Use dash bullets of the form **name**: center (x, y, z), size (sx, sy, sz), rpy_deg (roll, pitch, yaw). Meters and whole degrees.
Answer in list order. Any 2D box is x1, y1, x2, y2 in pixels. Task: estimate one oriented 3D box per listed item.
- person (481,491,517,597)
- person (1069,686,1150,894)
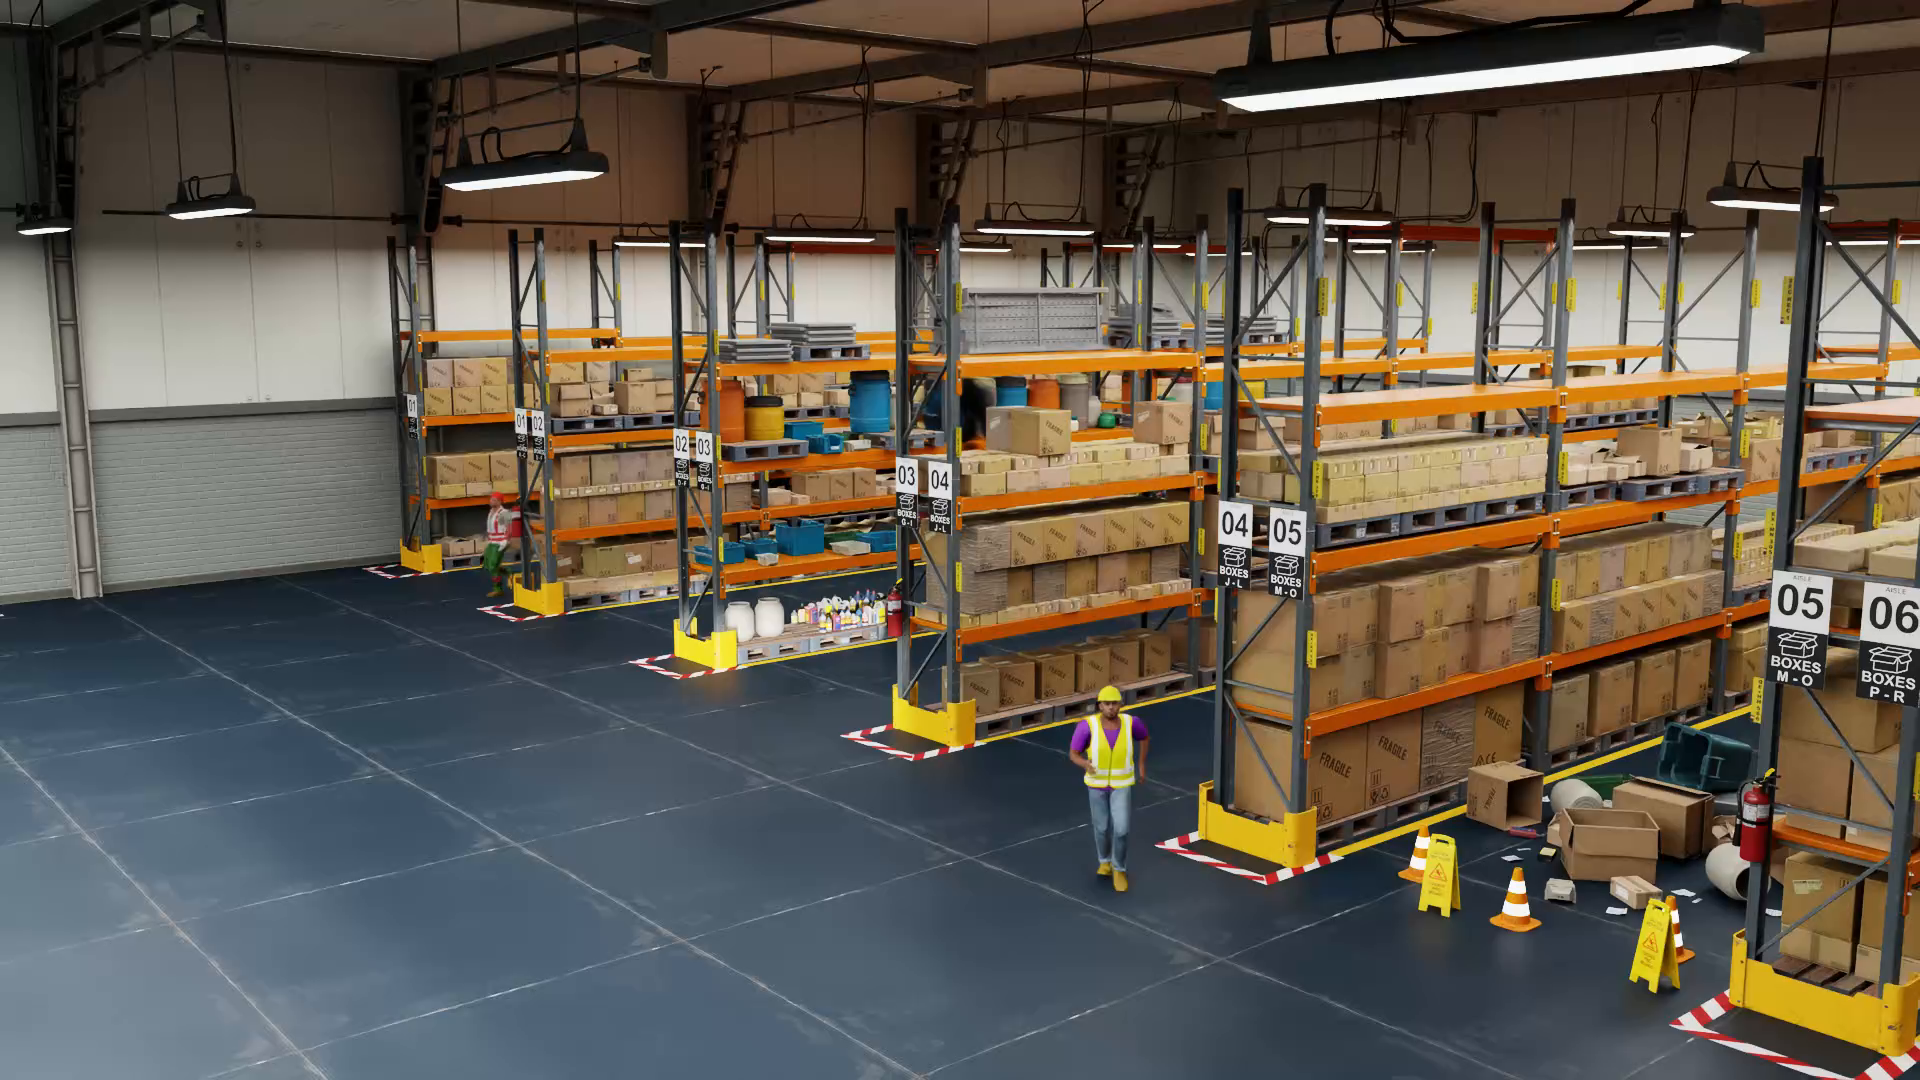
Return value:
- **person**: center (-7.674, 0.055, 27.755), size (0.568, 1.750, 0.694), rpy_deg (-7, 11, -40)
- **person**: center (1.275, 2.128, 14.268), size (0.689, 1.795, 0.728), rpy_deg (1, 9, 7)
